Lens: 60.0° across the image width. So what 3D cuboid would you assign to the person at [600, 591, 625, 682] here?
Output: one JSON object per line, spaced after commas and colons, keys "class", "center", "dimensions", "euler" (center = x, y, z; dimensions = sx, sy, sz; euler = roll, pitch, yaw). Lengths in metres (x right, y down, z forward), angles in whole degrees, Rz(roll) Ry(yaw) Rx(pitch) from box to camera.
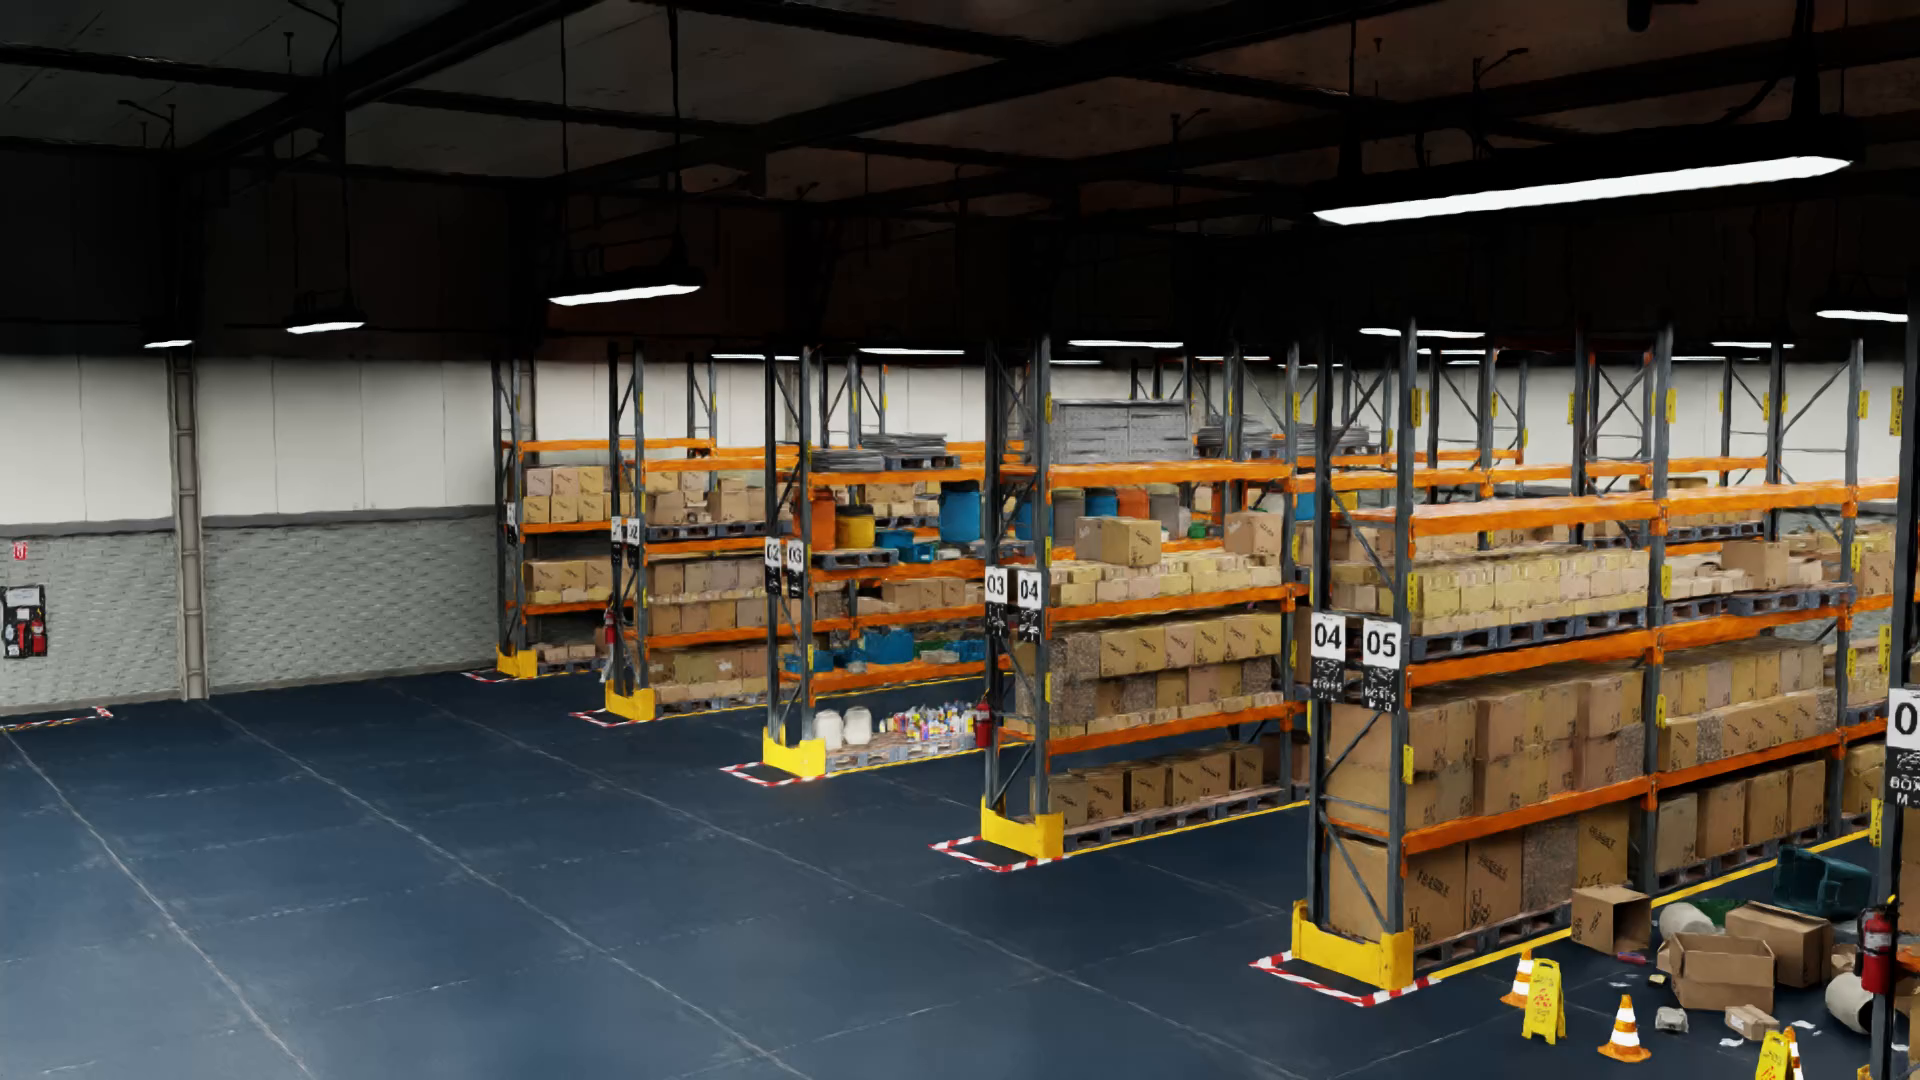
{"class": "person", "center": [-6.162, 1.746, 29.511], "dimensions": [0.432, 1.656, 0.503], "euler": [2, 5, 24]}
